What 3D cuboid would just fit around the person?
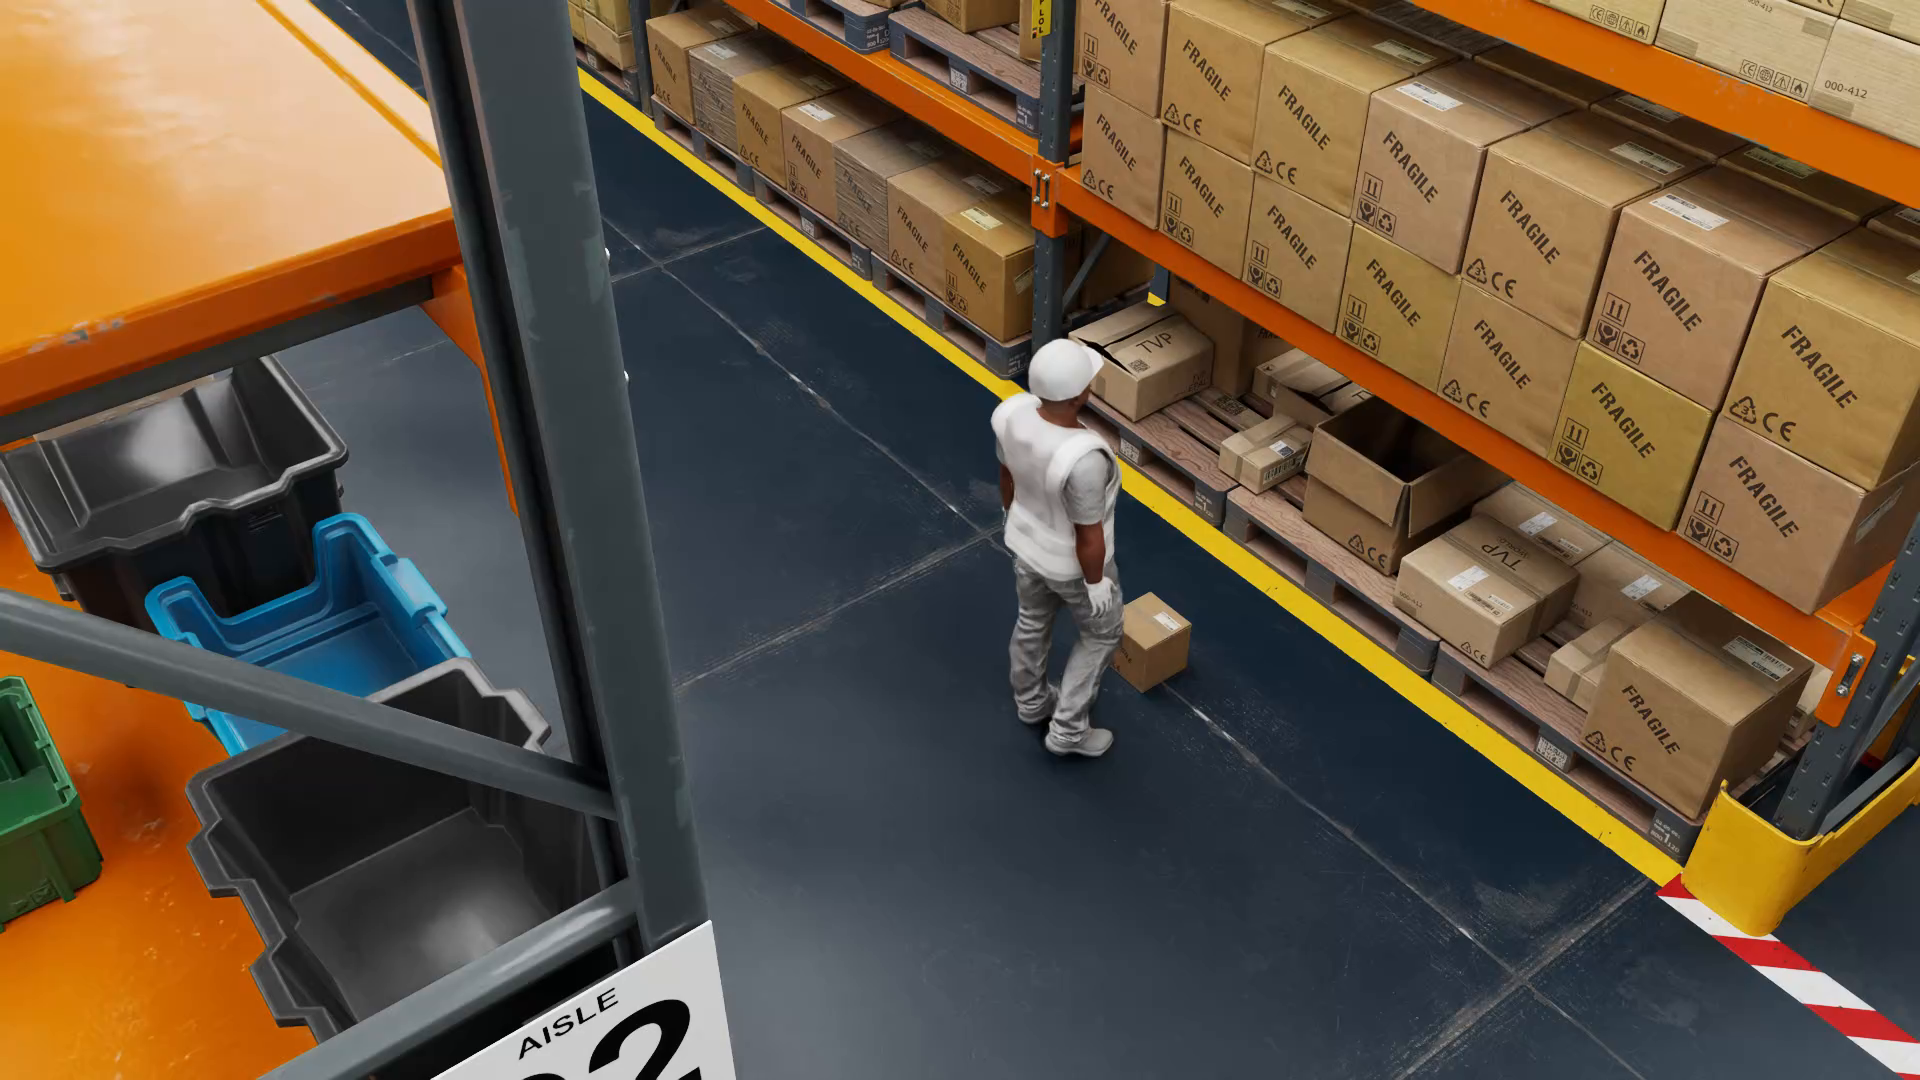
[{"bbox_3d":[0.366,0.024,6.107,0.359,1.794,0.575,-26,47,-28],"label":"person"}]
